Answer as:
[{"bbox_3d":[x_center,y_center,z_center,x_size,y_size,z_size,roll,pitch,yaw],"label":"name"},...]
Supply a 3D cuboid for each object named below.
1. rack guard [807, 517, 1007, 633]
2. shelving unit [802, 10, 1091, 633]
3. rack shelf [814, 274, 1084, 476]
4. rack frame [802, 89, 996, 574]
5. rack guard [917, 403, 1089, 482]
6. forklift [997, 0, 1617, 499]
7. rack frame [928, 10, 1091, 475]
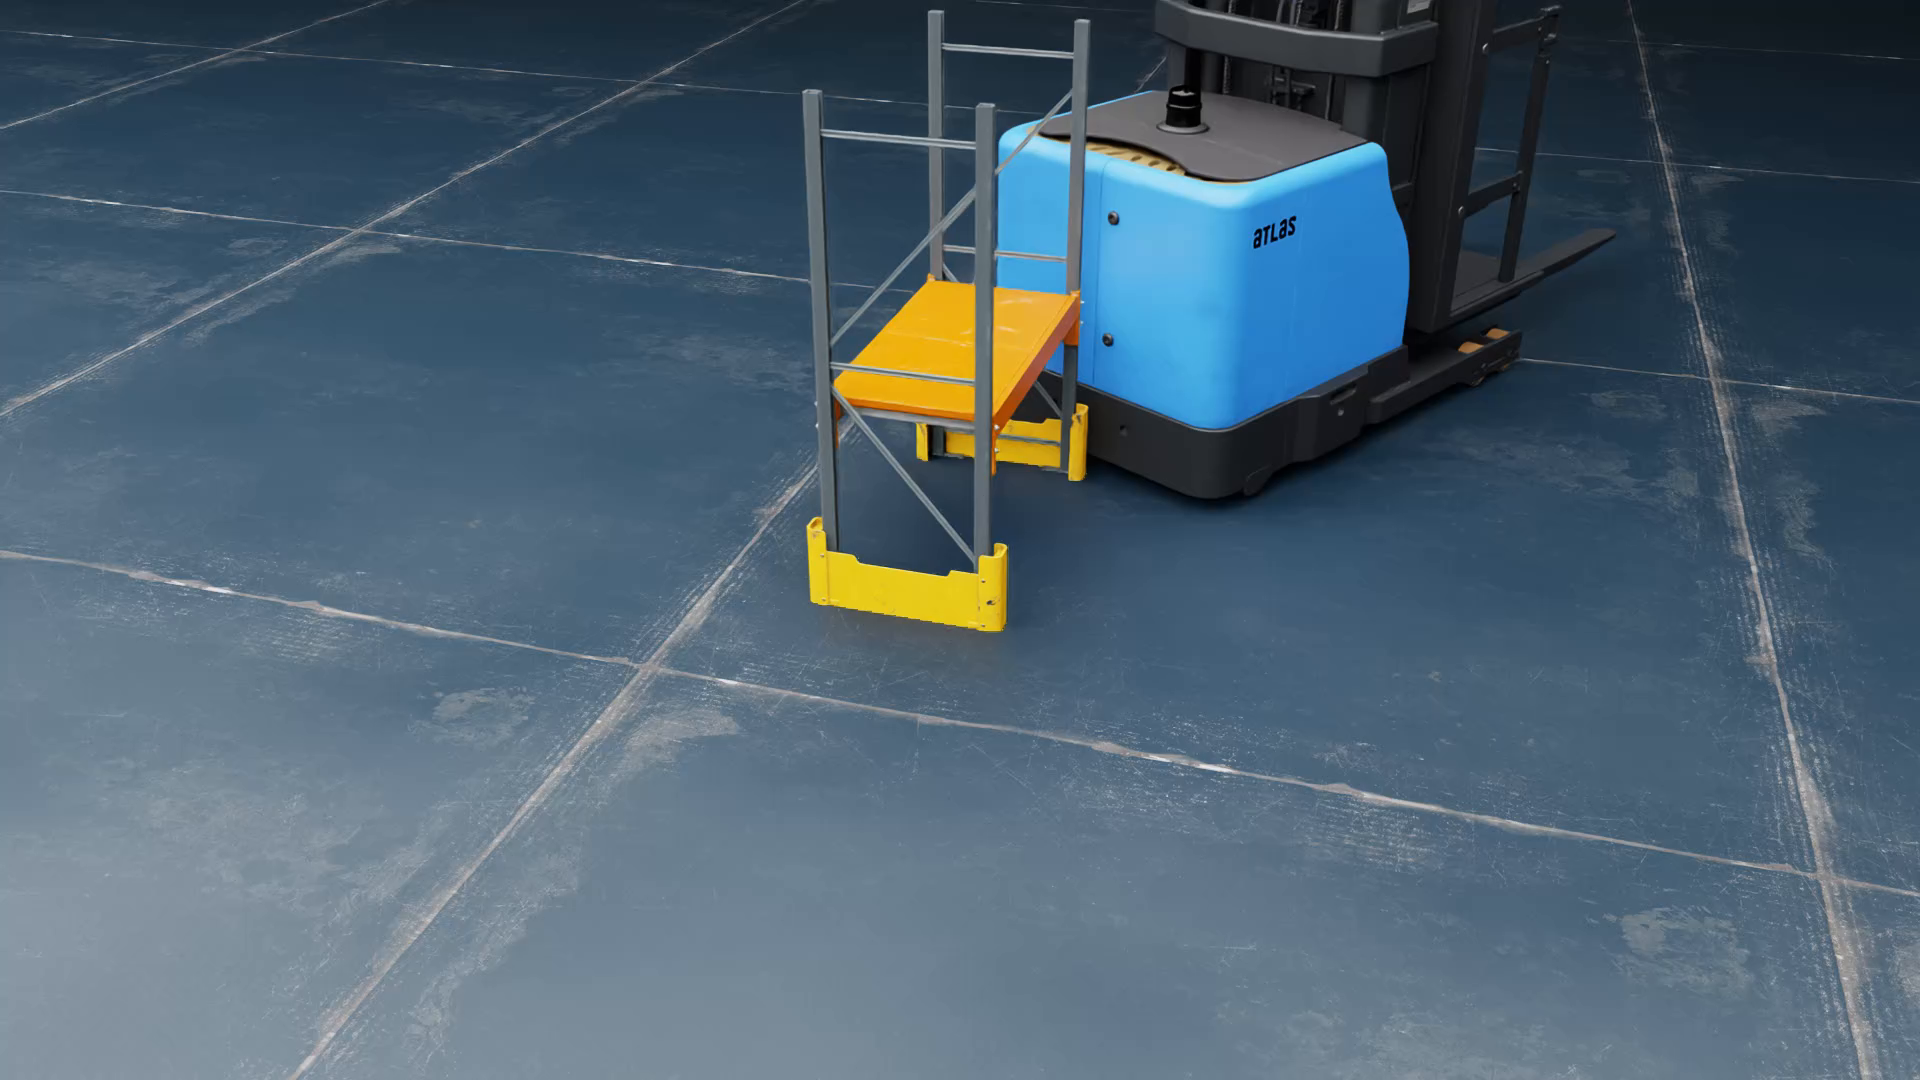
[{"bbox_3d":[-0.154,0.099,4.814,0.587,0.250,0.087,9,30,15],"label":"rack guard"},{"bbox_3d":[-0.007,-0.678,4.926,0.587,1.500,1.083,9,30,15],"label":"shelving unit"},{"bbox_3d":[-0.005,-0.525,5.021,0.538,0.185,1.000,9,30,15],"label":"rack shelf"},{"bbox_3d":[-0.155,-0.446,4.509,0.500,1.500,0.032,9,30,15],"label":"rack frame"},{"bbox_3d":[0.140,-0.363,5.646,0.587,0.250,0.087,9,30,15],"label":"rack guard"},{"bbox_3d":[1.521,-2.024,5.873,3.031,2.935,1.130,-25,38,-37],"label":"forklift"},{"bbox_3d":[0.146,-0.918,5.358,0.500,1.500,0.032,9,30,15],"label":"rack frame"}]
